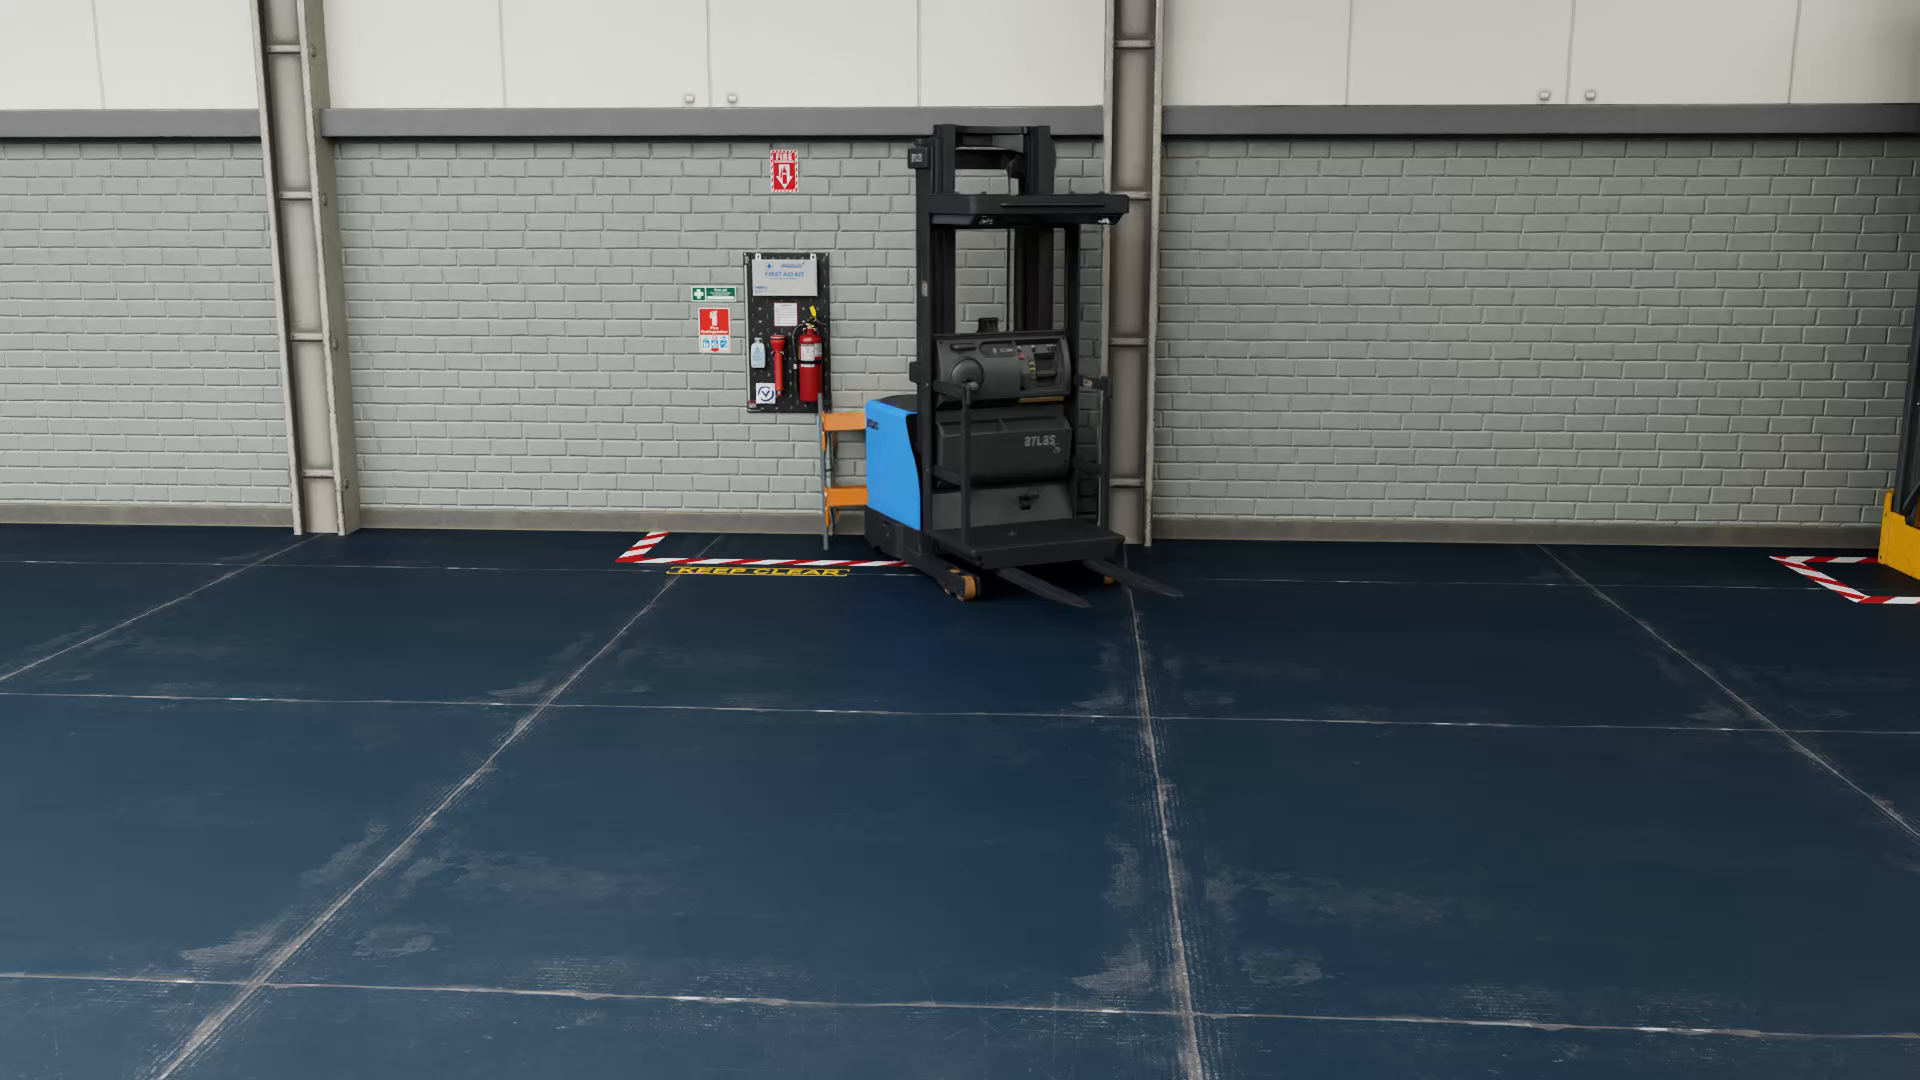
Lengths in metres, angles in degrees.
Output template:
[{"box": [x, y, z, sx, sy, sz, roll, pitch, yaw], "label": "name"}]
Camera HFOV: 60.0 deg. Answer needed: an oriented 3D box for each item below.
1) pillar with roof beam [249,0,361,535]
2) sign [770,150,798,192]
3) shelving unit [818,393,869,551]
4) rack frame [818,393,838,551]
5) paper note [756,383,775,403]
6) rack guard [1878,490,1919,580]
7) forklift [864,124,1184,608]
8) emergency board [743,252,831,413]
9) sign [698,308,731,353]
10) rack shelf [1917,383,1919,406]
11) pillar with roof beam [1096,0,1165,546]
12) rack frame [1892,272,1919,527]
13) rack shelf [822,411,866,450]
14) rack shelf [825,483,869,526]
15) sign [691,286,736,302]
[{"box": [-5.074, -3.595, 7.477, 0.400, 9.000, 9.100, 1, 12, 4], "label": "pillar with roof beam"}, {"box": [-1.264, -2.653, 11.962, 0.199, 0.298, 0.001, 1, 12, 4], "label": "sign"}, {"box": [-0.454, -0.519, 12.074, 1.048, 1.125, 0.538, -2, 5, 4], "label": "shelving unit"}, {"box": [-0.961, -0.505, 12.111, 0.032, 1.125, 0.500, -2, 5, 4], "label": "rack frame"}, {"box": [-1.435, -1.083, 12.271, 0.142, 0.148, 0.016, 1, 12, 4], "label": "paper note"}, {"box": [6.507, 0.018, 10.962, 0.348, 0.500, 1.175, 1, 12, 4], "label": "rack guard"}, {"box": [0.376, -1.150, 10.605, 1.130, 2.935, 3.031, -5, 13, -24], "label": "forklift"}, {"box": [-1.263, -1.498, 12.102, 0.643, 1.169, 0.194, 1, 12, 4], "label": "emergency board"}, {"box": [-1.807, -1.544, 12.235, 0.234, 0.329, 0.001, 1, 12, 4], "label": "sign"}, {"box": [8.427, -0.827, 10.654, 4.000, 0.370, 1.077, 1, 12, 4], "label": "rack shelf"}, {"box": [0.913, -3.513, 7.084, 0.400, 9.000, 9.100, 1, 12, 4], "label": "pillar with roof beam"}, {"box": [6.431, -1.207, 10.711, 0.127, 3.000, 1.000, 1, 12, 4], "label": "rack frame"}, {"box": [-0.464, -0.811, 12.051, 1.000, 0.278, 0.538, -2, 5, 4], "label": "rack shelf"}, {"box": [-0.446, -0.276, 12.094, 1.000, 0.278, 0.538, -2, 5, 4], "label": "rack shelf"}, {"box": [-1.803, -1.801, 12.172, 0.331, 0.109, 0.001, 1, 12, 4], "label": "sign"}]
